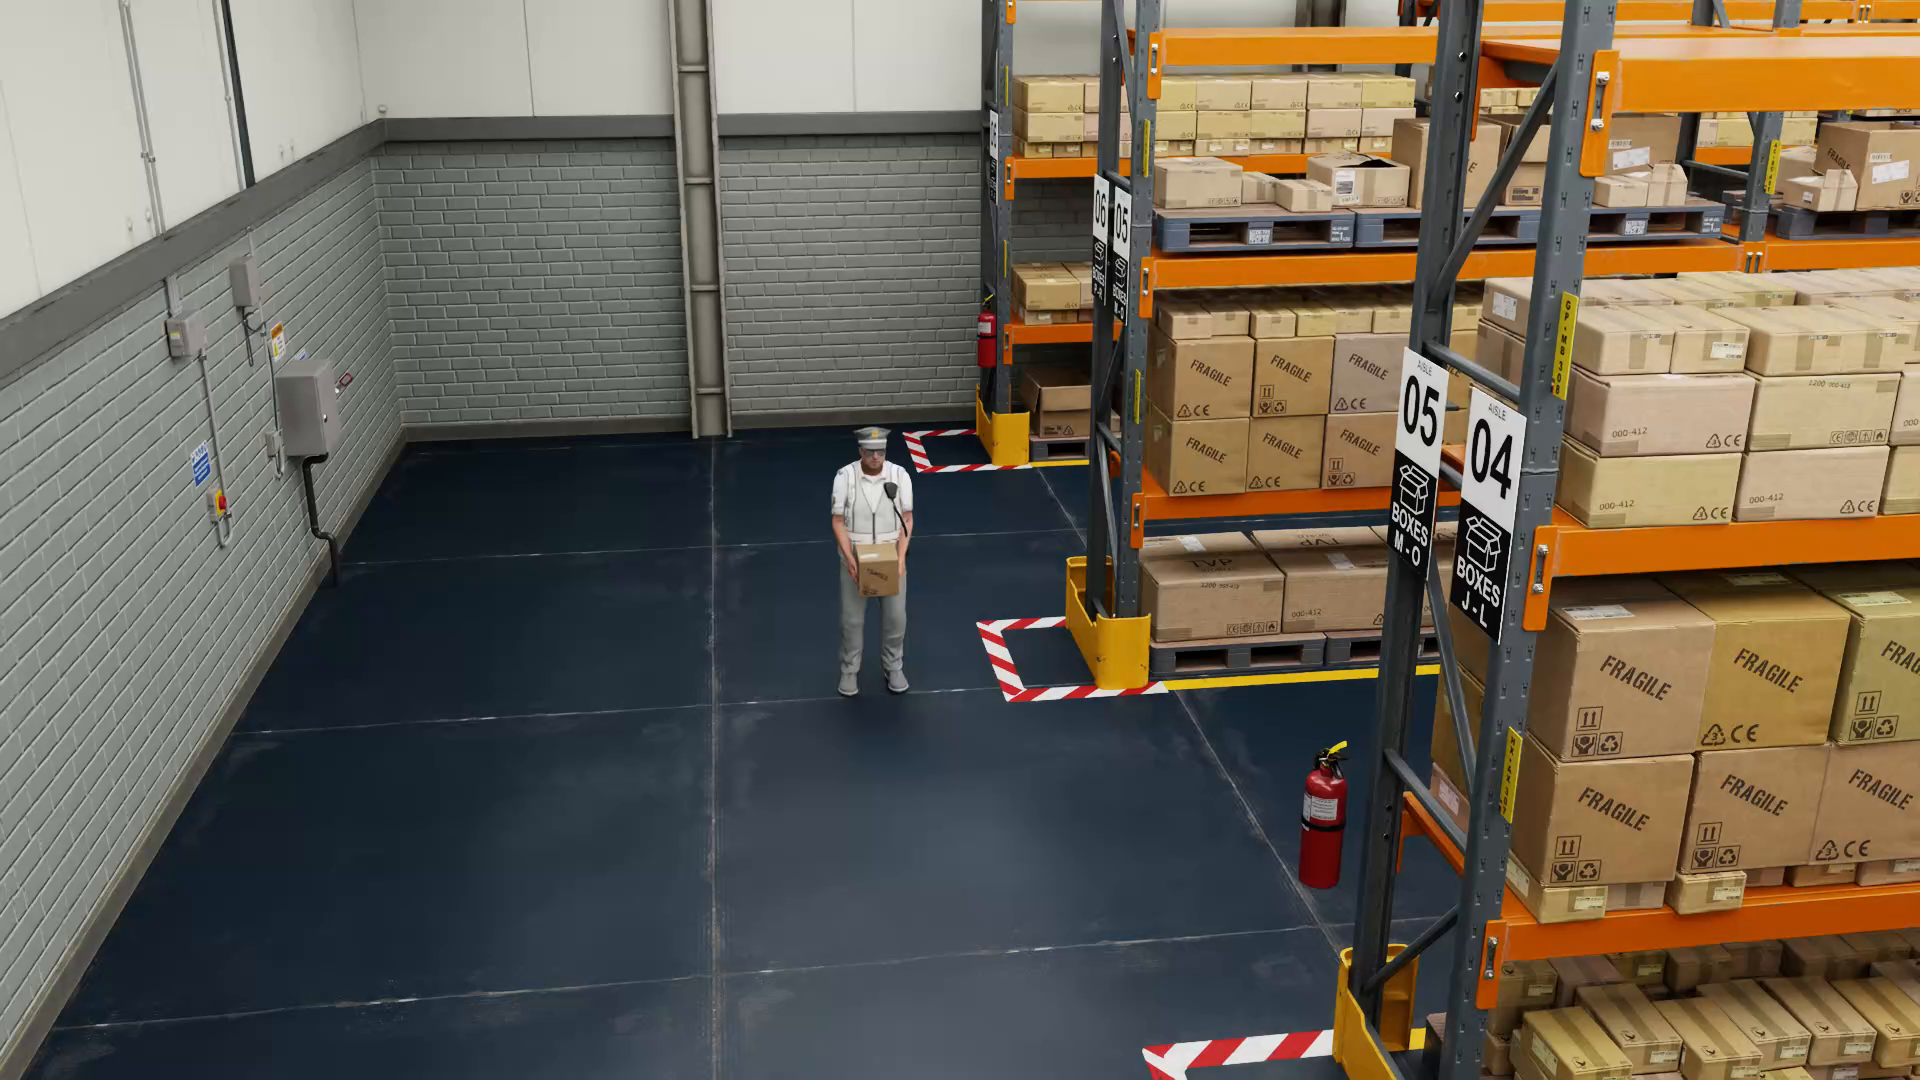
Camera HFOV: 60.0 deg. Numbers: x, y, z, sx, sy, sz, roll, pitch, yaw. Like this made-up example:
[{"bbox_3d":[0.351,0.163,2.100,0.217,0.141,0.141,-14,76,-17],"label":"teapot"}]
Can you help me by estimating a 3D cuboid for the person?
[{"bbox_3d":[-0.551,0.127,10.674,0.530,1.772,0.513,-3,20,-8],"label":"person"}]
